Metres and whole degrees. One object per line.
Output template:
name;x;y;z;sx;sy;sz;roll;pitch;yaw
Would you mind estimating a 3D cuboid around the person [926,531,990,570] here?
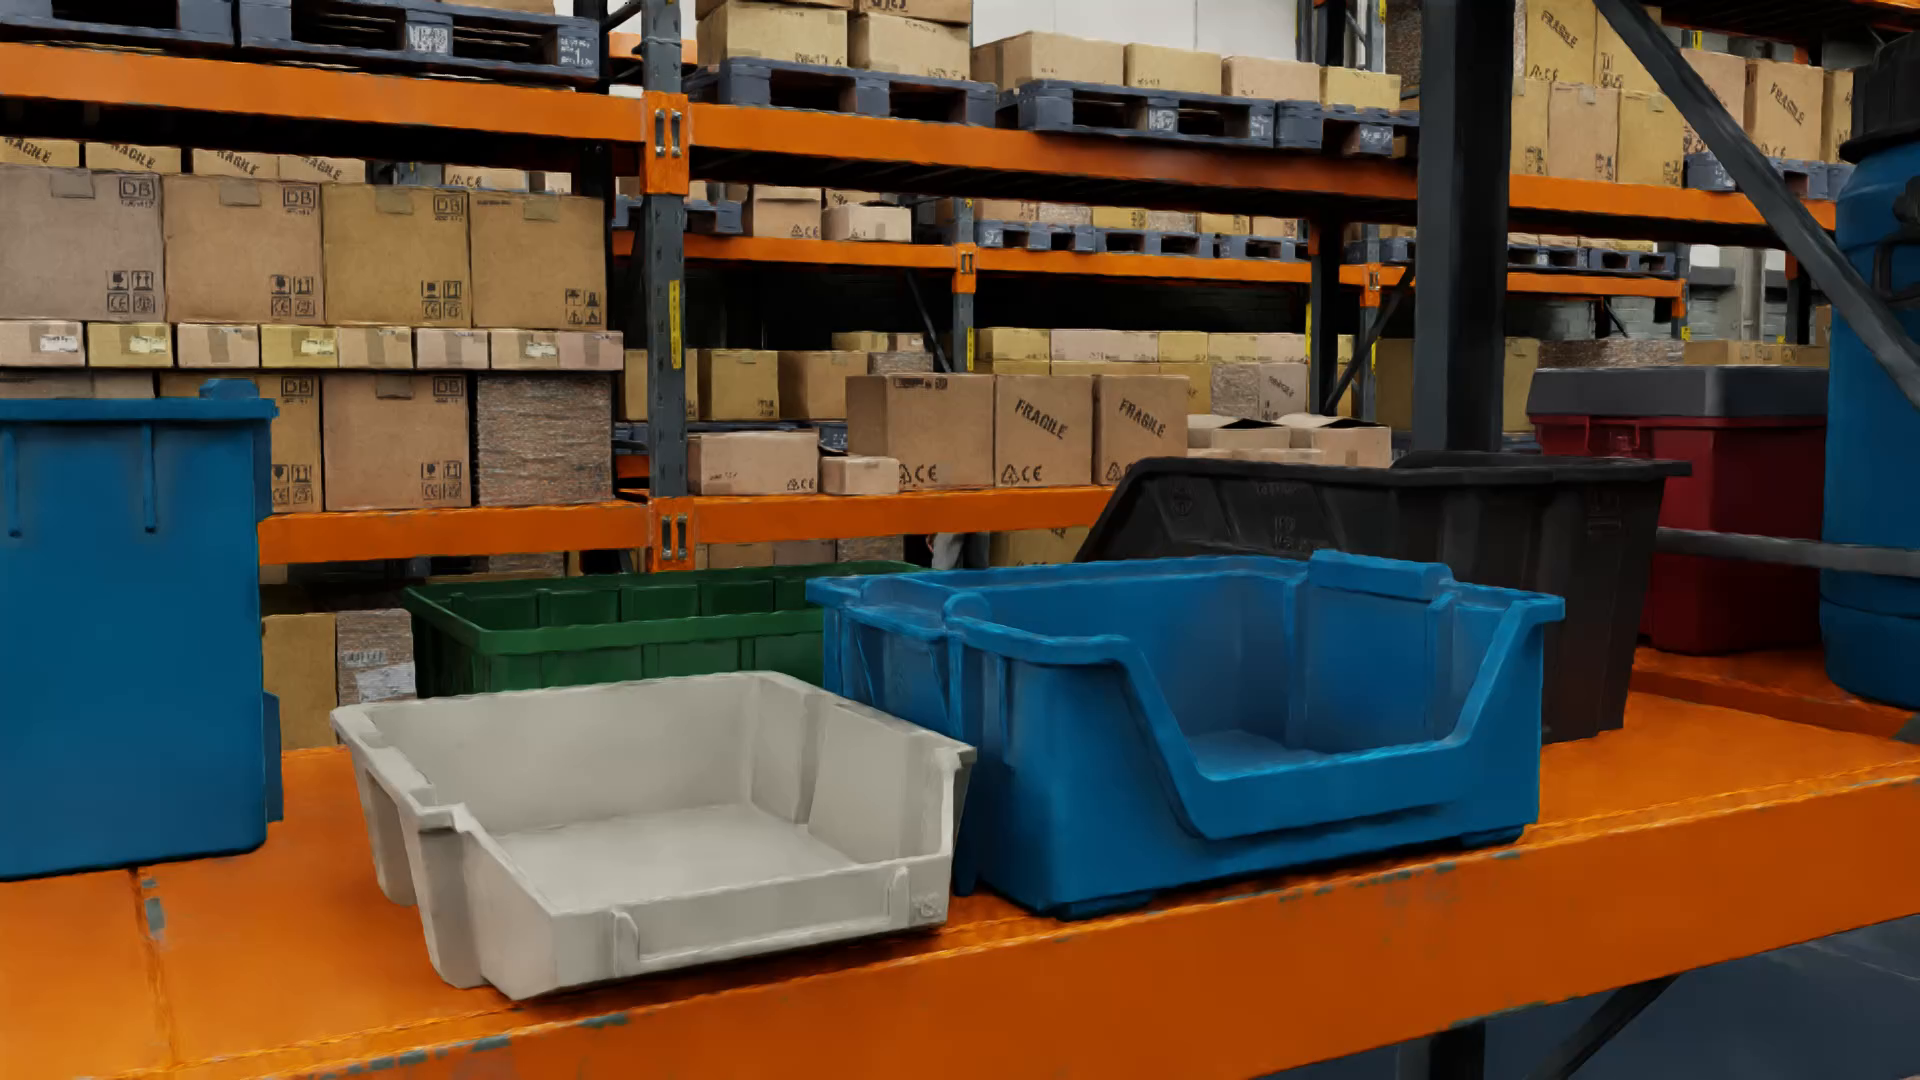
person;-0.021;-0.052;10.640;0.536;1.671;0.618;-2;5;-16
